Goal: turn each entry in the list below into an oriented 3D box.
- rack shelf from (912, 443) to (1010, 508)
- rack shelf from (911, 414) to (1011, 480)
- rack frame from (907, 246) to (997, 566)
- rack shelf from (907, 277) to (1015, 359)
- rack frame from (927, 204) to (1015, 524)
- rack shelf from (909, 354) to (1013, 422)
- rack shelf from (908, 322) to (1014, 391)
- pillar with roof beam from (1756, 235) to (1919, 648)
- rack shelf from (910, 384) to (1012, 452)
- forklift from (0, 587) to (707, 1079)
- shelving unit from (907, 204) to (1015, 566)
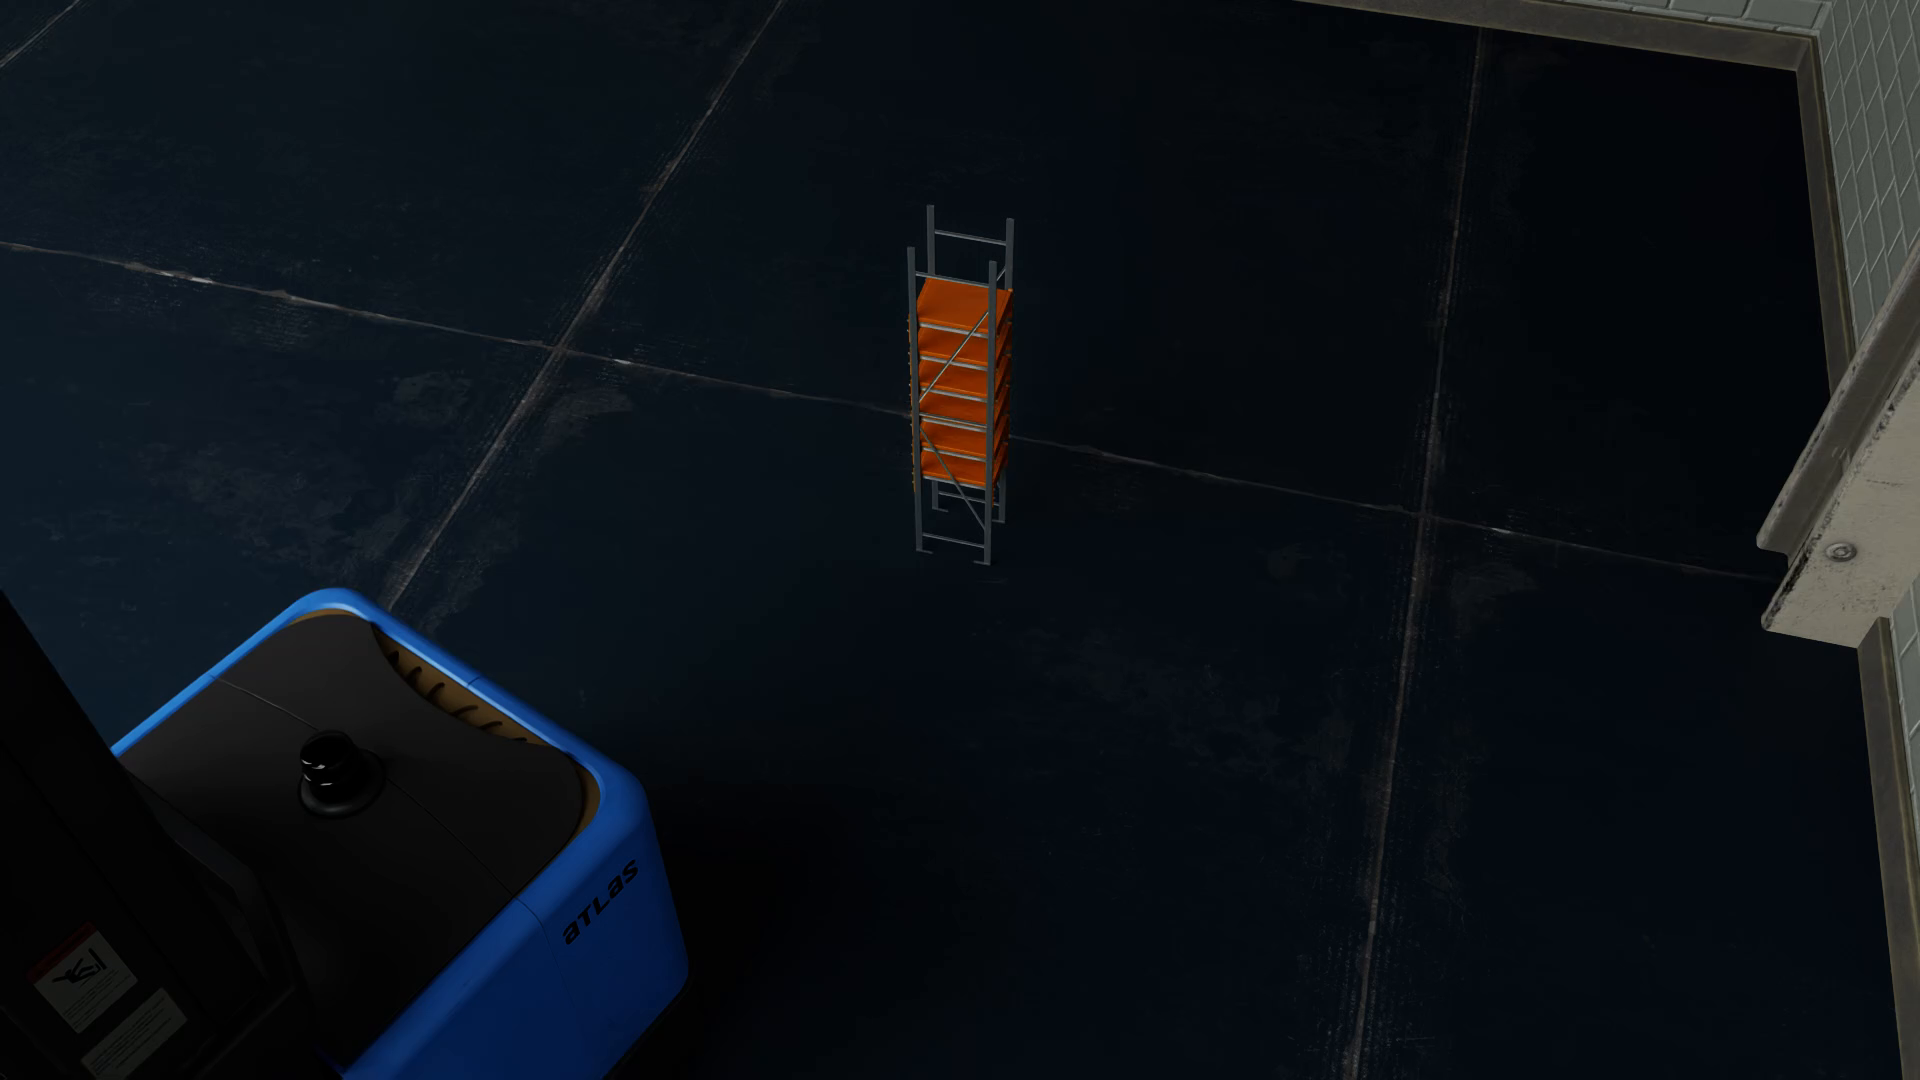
[{"bbox_3d":[0.004,-0.219,5.023,0.258,0.103,0.180,12,50,10],"label":"rack shelf"},{"bbox_3d":[0.004,-0.299,4.933,0.258,0.103,0.180,12,50,10],"label":"rack shelf"},{"bbox_3d":[-0.020,-0.341,4.751,0.240,1.200,0.006,12,50,10],"label":"rack frame"},{"bbox_3d":[0.004,-0.616,4.573,0.258,0.103,0.180,12,50,10],"label":"rack shelf"},{"bbox_3d":[0.028,-0.474,4.868,0.240,1.200,0.006,12,50,10],"label":"rack frame"},{"bbox_3d":[0.004,-0.457,4.753,0.258,0.103,0.180,12,50,10],"label":"rack shelf"},{"bbox_3d":[0.004,-0.537,4.663,0.258,0.103,0.180,12,50,10],"label":"rack shelf"},{"bbox_3d":[-1.534,-3.671,2.488,9.100,9.000,0.400,12,50,10],"label":"pillar with roof beam"},{"bbox_3d":[0.004,-0.378,4.843,0.258,0.103,0.180,12,50,10],"label":"rack shelf"},{"bbox_3d":[-1.890,0.932,2.472,1.130,2.935,3.031,28,54,23],"label":"forklift"},{"bbox_3d":[0.004,-0.407,4.809,0.258,1.200,0.189,12,50,10],"label":"shelving unit"}]
